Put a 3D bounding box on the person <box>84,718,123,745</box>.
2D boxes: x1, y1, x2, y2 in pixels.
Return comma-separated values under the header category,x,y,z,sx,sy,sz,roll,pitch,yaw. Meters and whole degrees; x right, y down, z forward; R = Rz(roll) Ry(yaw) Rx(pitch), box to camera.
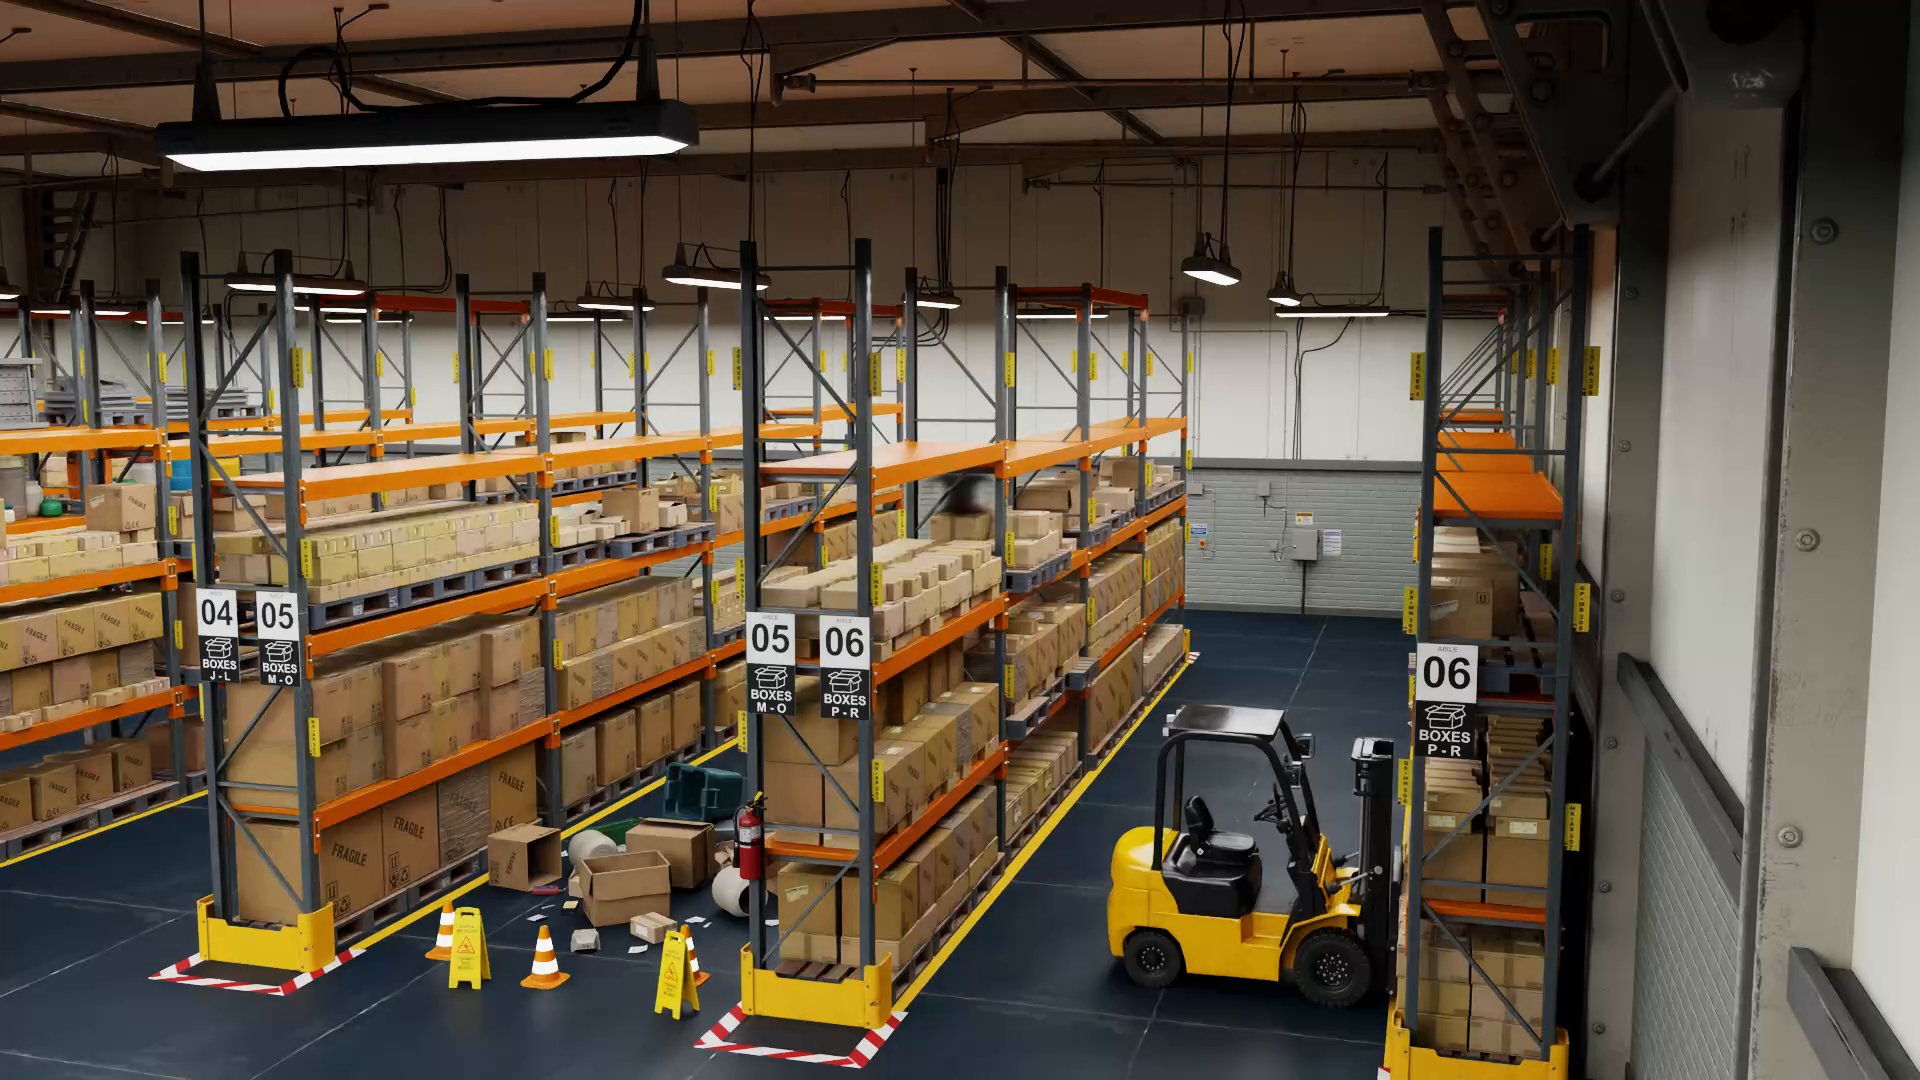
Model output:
category,x,y,z,sx,sy,sz,roll,pitch,yaw
person,-10.726,1.987,20.684,0.581,1.775,0.453,-4,8,-33
